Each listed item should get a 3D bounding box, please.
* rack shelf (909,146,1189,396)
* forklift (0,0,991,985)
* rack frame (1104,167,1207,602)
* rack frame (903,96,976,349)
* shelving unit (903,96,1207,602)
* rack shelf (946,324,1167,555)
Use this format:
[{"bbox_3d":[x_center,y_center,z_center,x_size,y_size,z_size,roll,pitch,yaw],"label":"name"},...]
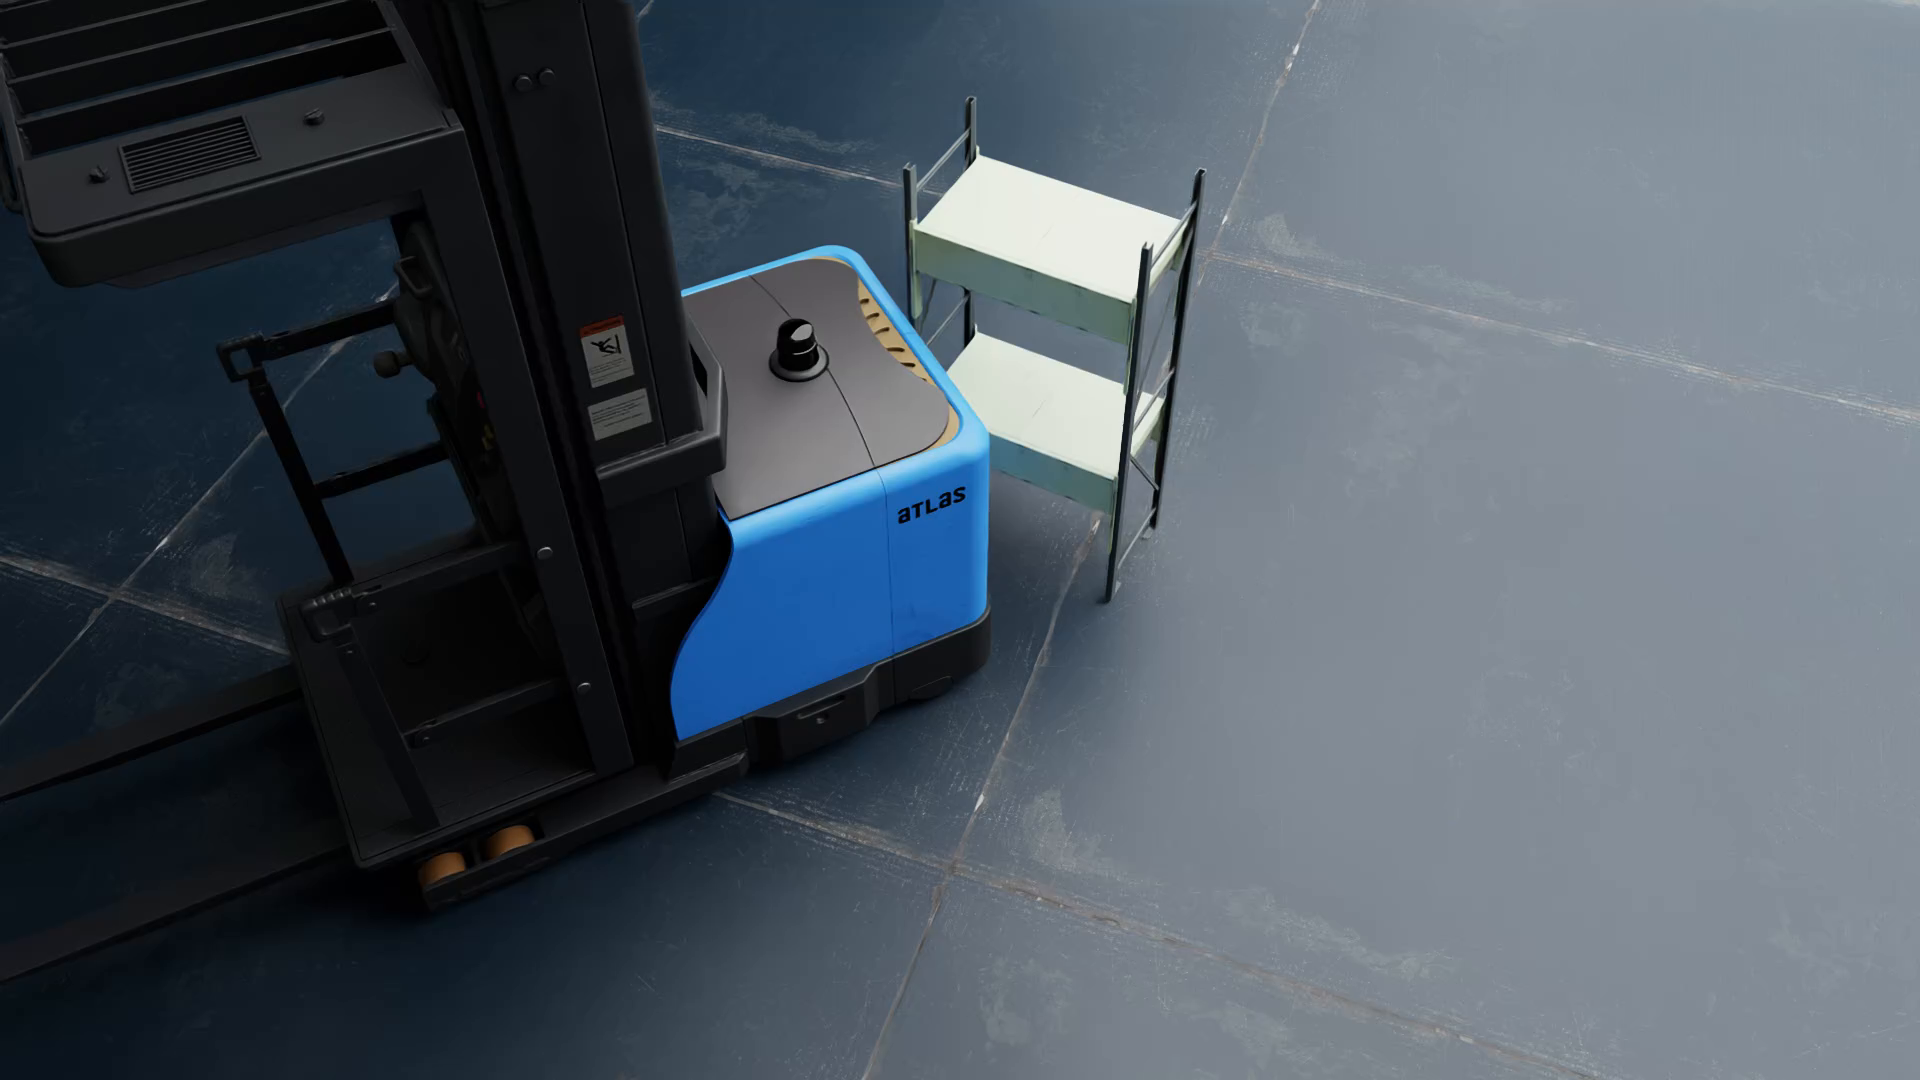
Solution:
[{"bbox_3d":[0.267,-0.806,4.940,0.720,0.370,0.431,22,53,18],"label":"rack shelf"},{"bbox_3d":[-1.453,-0.360,4.123,3.031,2.935,1.130,-21,52,-17],"label":"forklift"},{"bbox_3d":[0.589,-0.420,5.121,0.023,1.500,0.400,22,53,18],"label":"rack frame"},{"bbox_3d":[-0.056,-0.682,5.348,0.023,1.500,0.400,22,53,18],"label":"rack frame"},{"bbox_3d":[0.267,-0.551,5.235,0.755,1.500,0.431,22,53,18],"label":"shelving unit"},{"bbox_3d":[0.267,-0.337,5.481,0.720,0.370,0.431,22,53,18],"label":"rack shelf"}]
